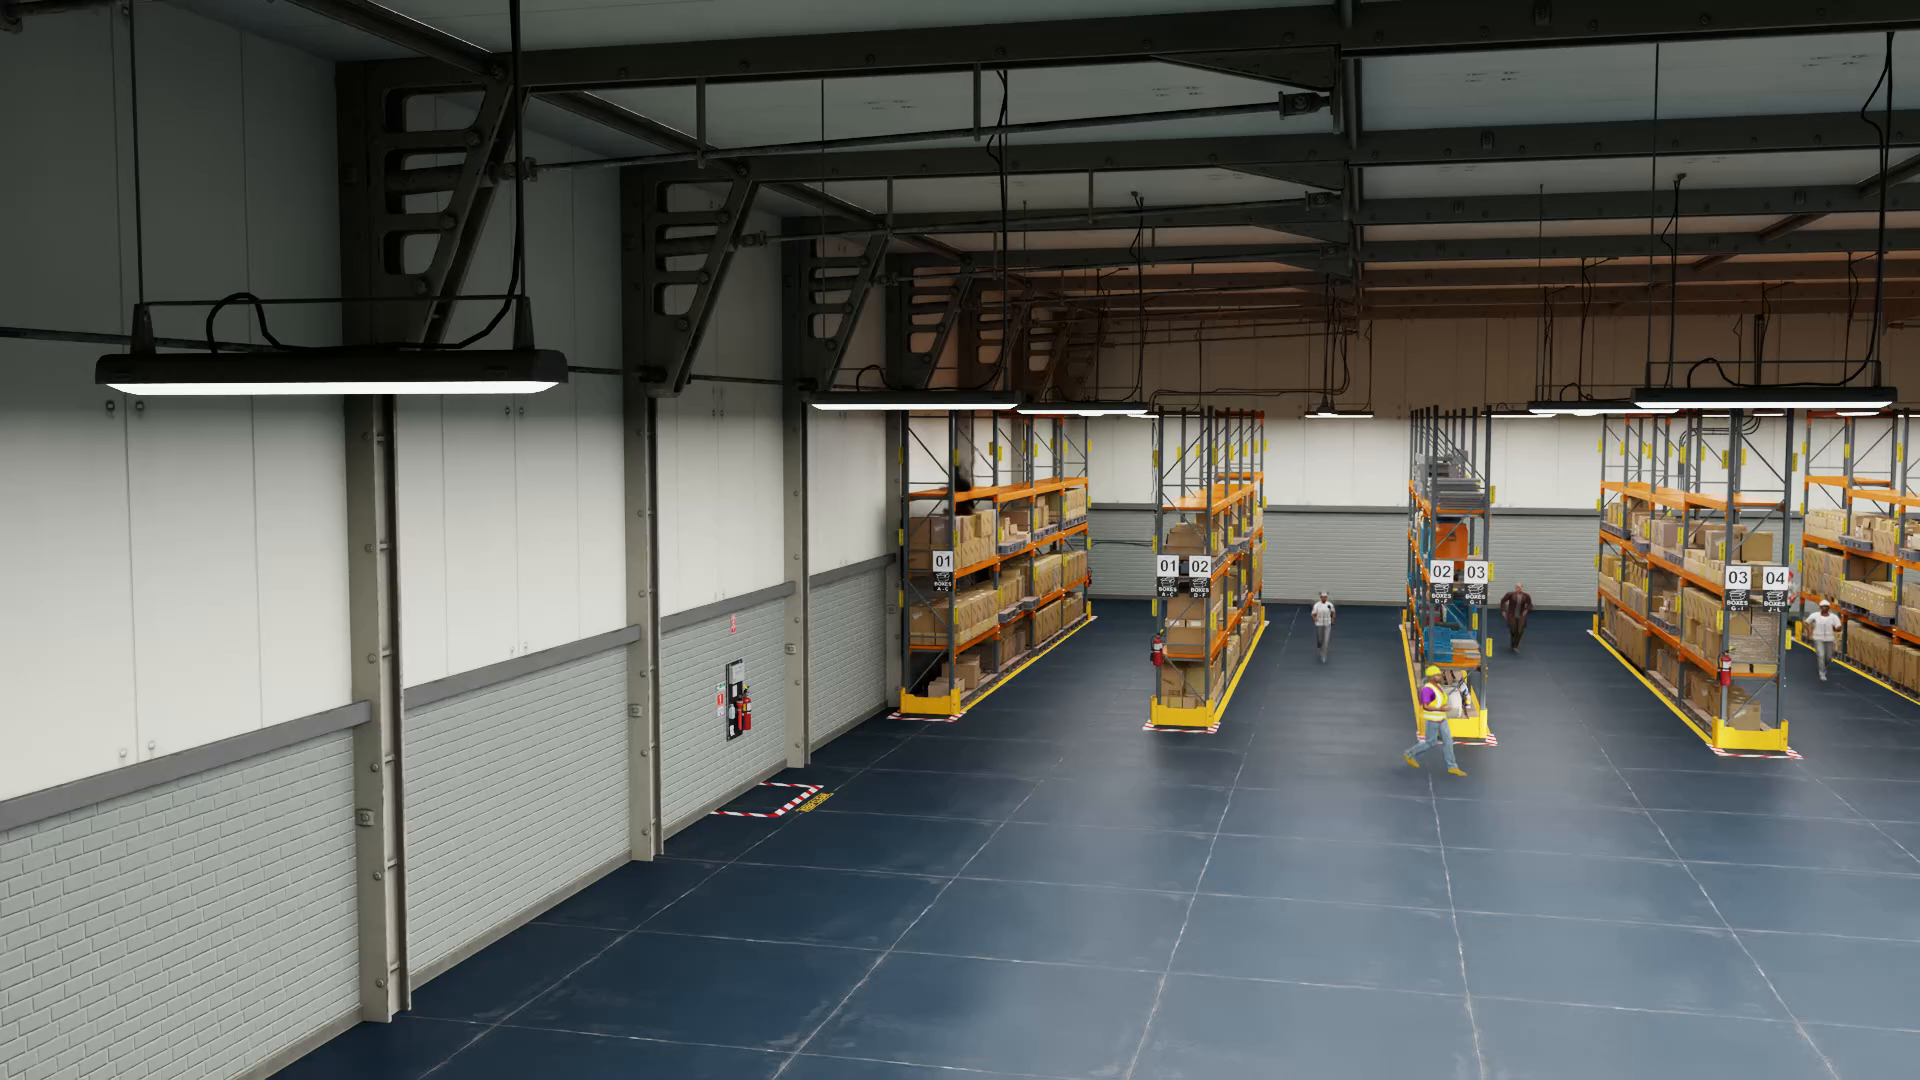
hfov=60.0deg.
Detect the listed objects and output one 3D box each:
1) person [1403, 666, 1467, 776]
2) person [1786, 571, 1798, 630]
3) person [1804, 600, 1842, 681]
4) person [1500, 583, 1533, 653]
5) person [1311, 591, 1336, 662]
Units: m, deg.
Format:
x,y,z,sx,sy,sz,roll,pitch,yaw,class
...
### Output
x,y,z,sx,sy,sz,roll,pitch,yaw,class
7.688,2.904,26.848,1.031,1.744,0.714,3,5,40,person
21.989,1.692,44.212,0.602,1.742,0.715,-1,4,-12,person
19.060,2.199,36.700,0.710,1.747,0.968,1,4,15,person
13.811,1.919,41.277,0.751,1.735,0.740,1,4,10,person
8.700,2.048,39.782,0.588,1.696,0.827,1,4,9,person
